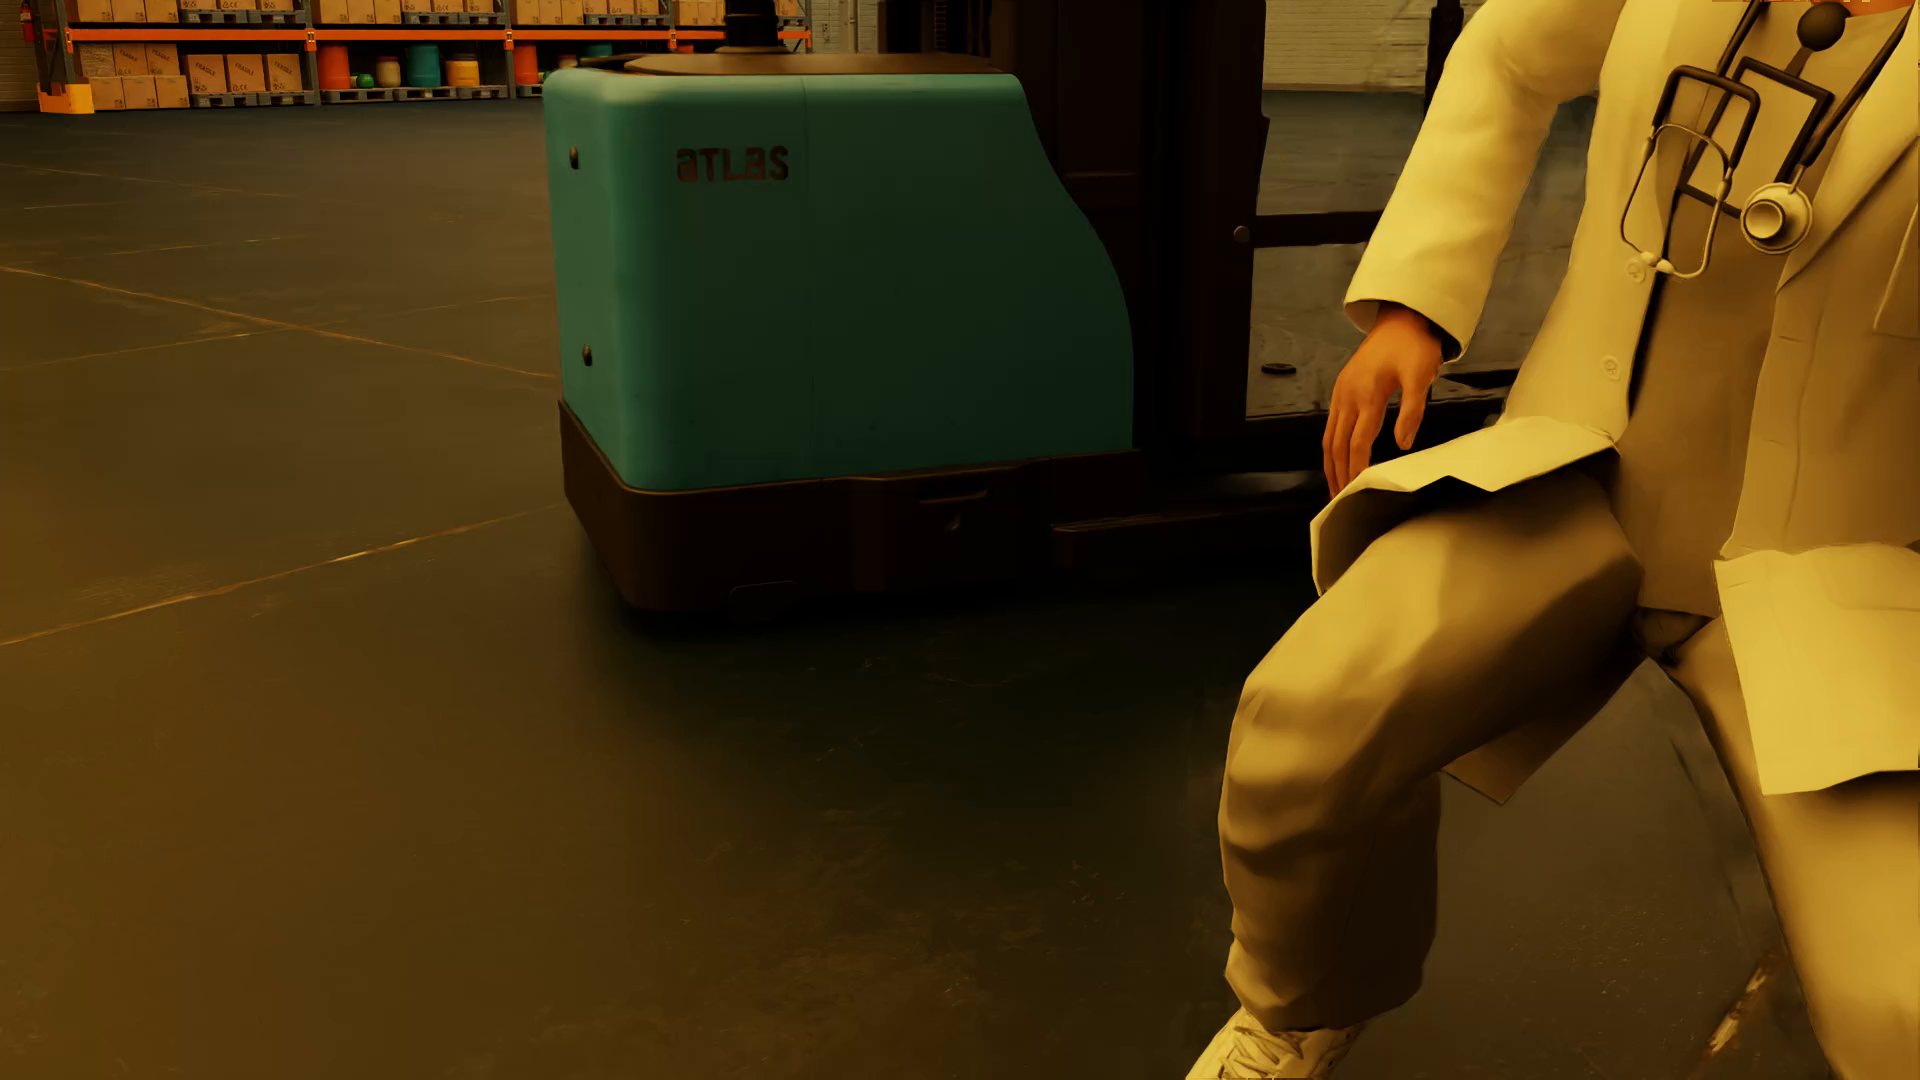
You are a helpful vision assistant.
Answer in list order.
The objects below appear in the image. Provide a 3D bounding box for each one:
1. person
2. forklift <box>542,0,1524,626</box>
[{"bbox_3d":[0.624,0.033,1.331,0.846,1.553,0.675,14,22,39],"label":"person"},{"bbox_3d":[0.605,-1.482,3.778,3.031,2.935,1.130,-6,18,-20],"label":"forklift"}]
